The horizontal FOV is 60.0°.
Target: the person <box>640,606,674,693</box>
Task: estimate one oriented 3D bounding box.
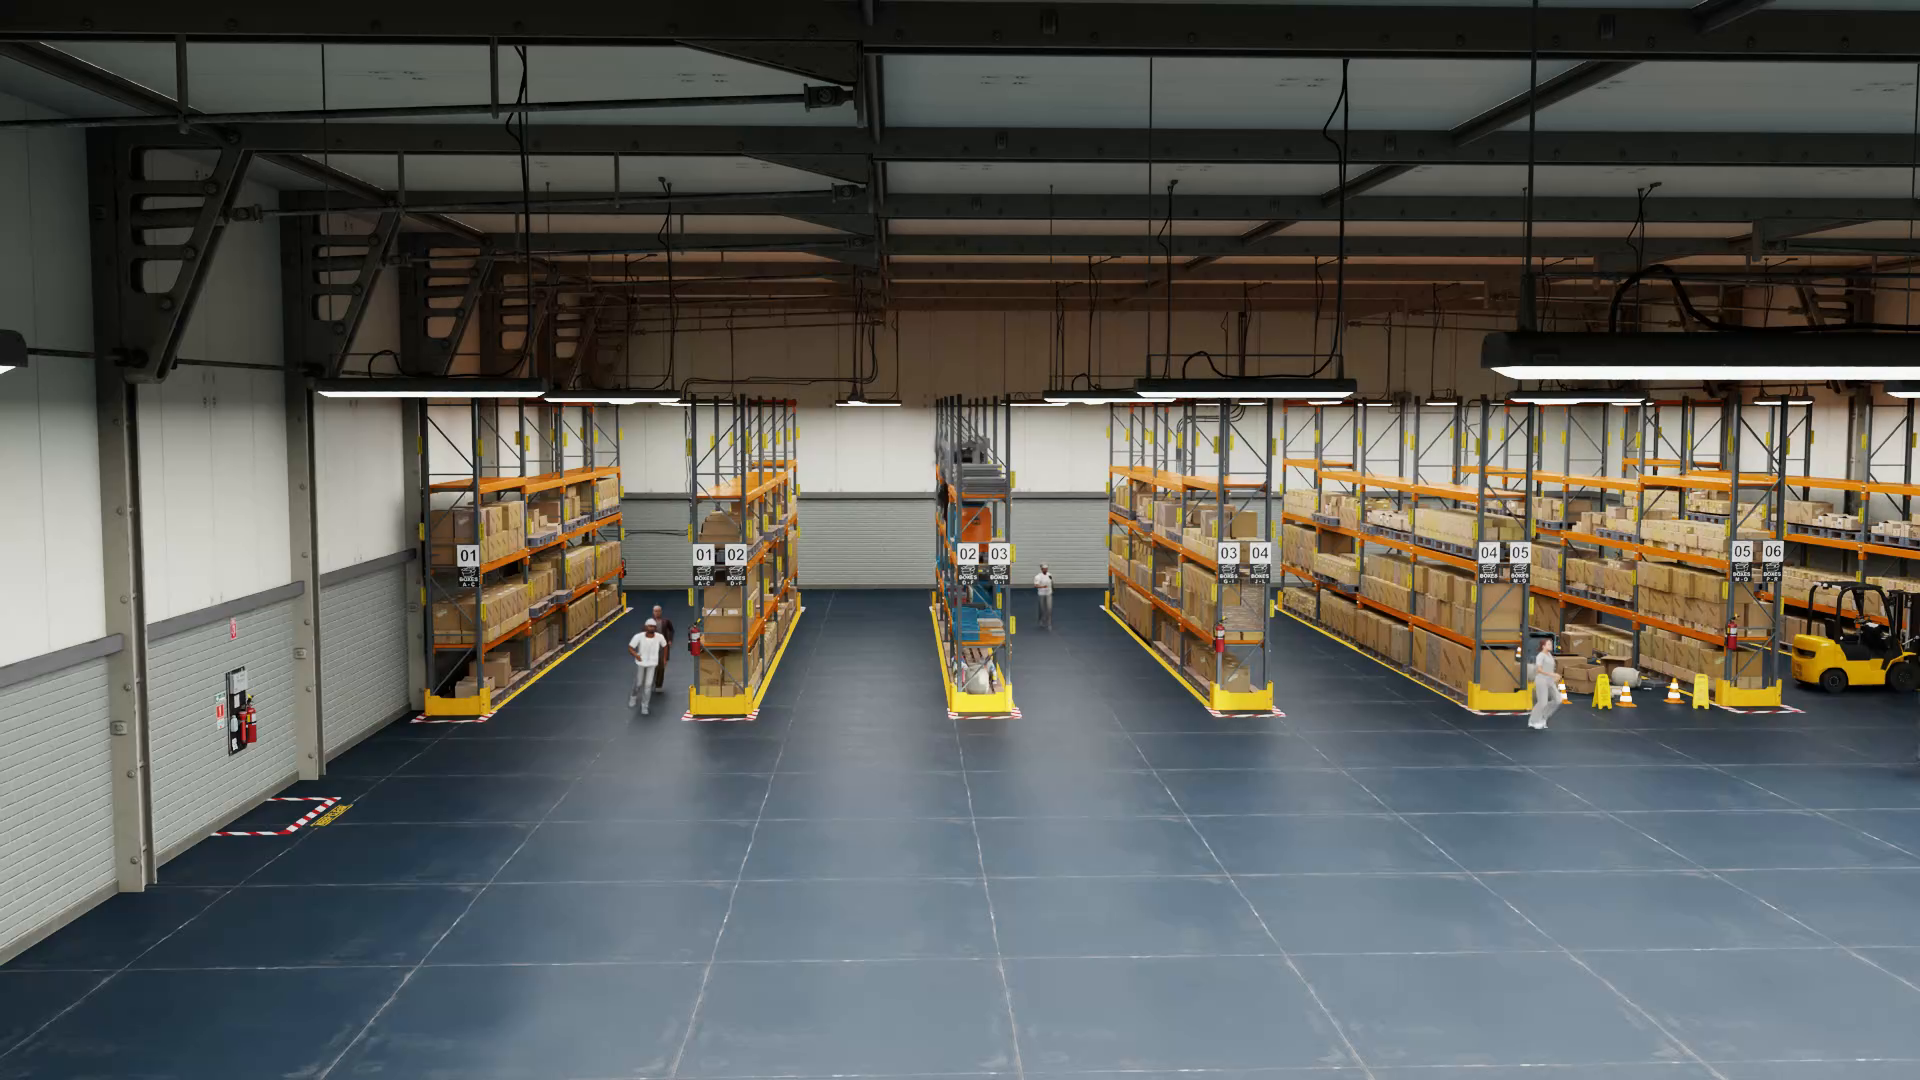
[{"bbox_3d":[-6.135,2.197,33.734,0.709,1.737,0.757,-1,5,-16],"label":"person"}]

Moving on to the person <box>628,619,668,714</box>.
[{"bbox_3d":[-5.894,2.361,31.483,0.758,1.754,0.888,-1,5,-17],"label":"person"}]

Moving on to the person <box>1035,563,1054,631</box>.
[{"bbox_3d":[2.194,1.459,43.358,0.554,1.744,0.846,-1,5,-11],"label":"person"}]

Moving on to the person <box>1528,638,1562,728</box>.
[{"bbox_3d":[10.482,2.560,29.684,0.596,1.649,0.627,-4,6,-41],"label":"person"}]
